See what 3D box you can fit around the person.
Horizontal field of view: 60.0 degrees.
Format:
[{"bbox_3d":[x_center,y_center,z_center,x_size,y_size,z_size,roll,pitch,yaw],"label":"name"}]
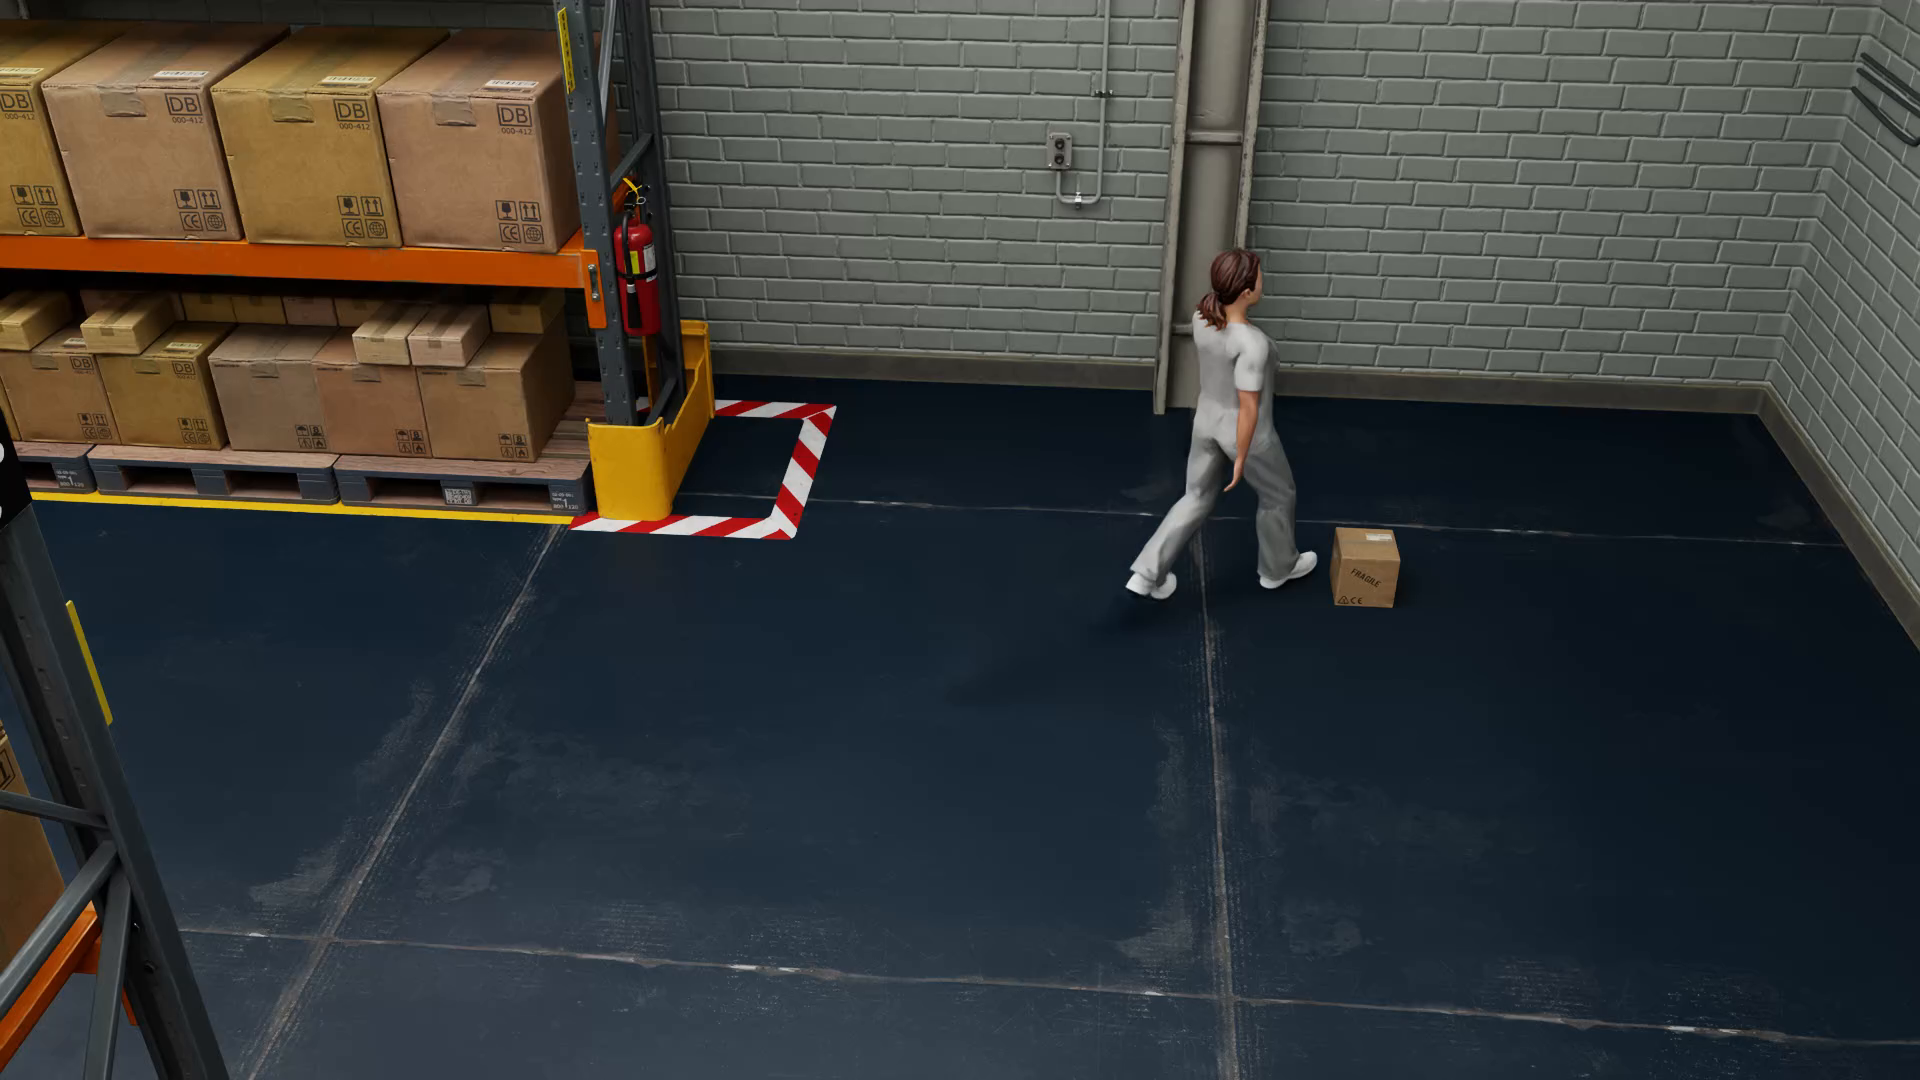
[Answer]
[{"bbox_3d":[1.131,-0.409,6.913,0.980,1.520,0.447,-23,39,-32],"label":"person"}]
